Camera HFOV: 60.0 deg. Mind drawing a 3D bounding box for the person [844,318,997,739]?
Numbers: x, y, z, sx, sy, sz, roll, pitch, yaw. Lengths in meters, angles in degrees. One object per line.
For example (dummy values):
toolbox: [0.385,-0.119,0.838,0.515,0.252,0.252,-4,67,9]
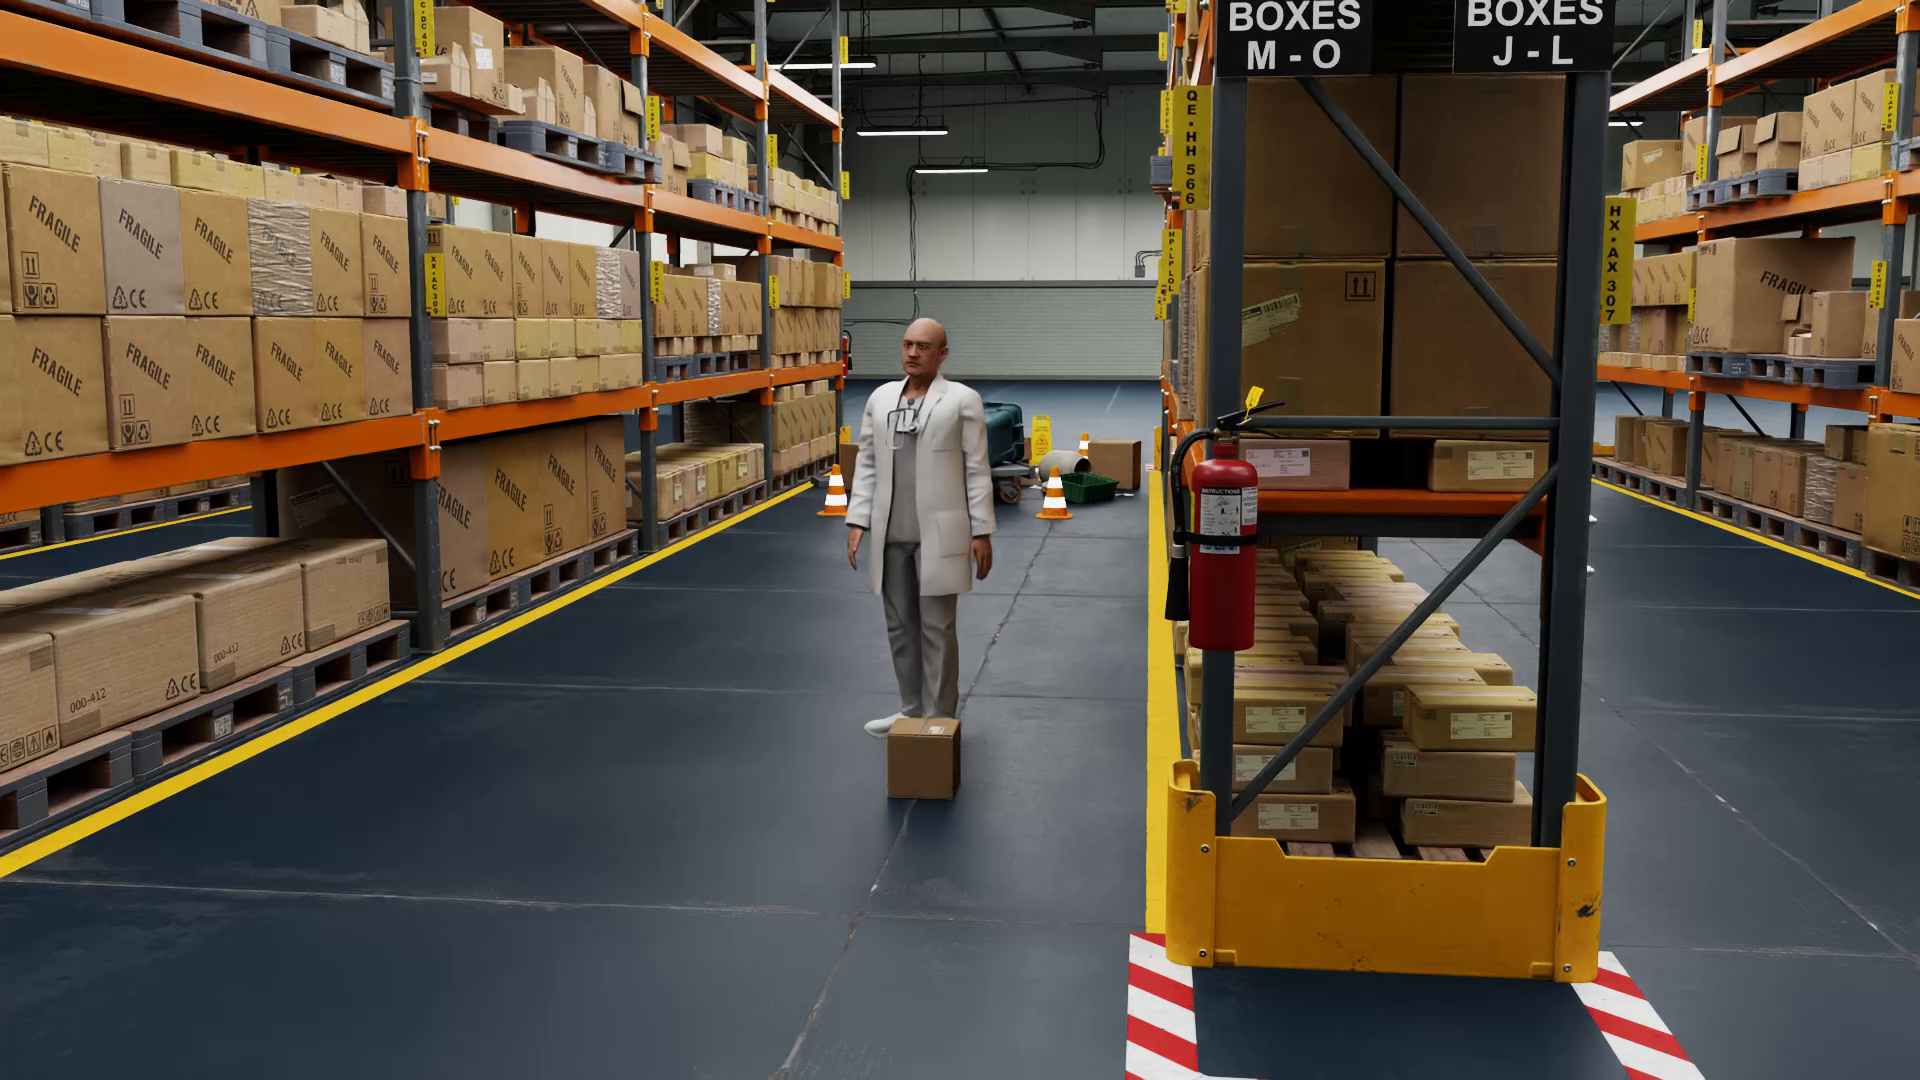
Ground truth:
person: [-0.172,-0.020,6.864,0.640,1.776,0.455,3,8,24]
